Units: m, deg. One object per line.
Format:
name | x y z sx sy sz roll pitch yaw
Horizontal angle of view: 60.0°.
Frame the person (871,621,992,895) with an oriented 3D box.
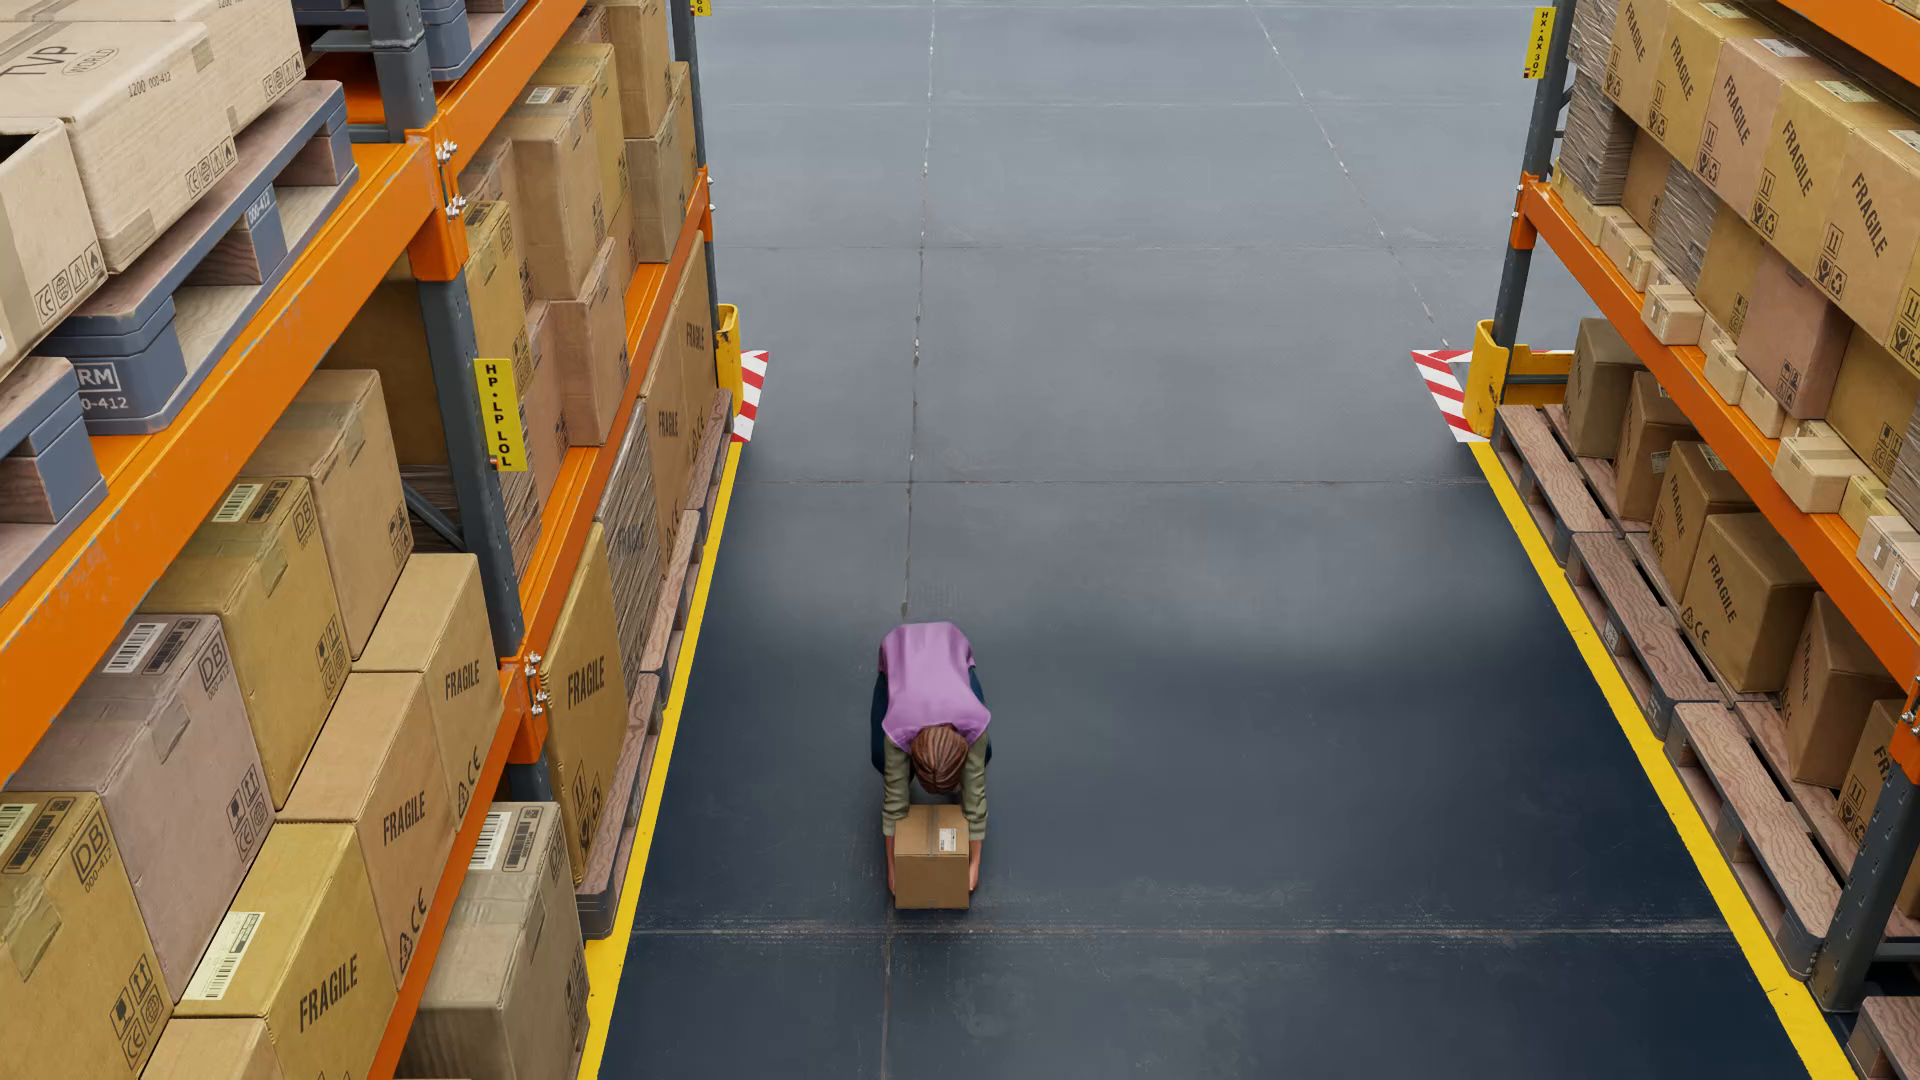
person | -0.101 0.734 5.828 0.421 0.738 0.872 -1 32 -2
